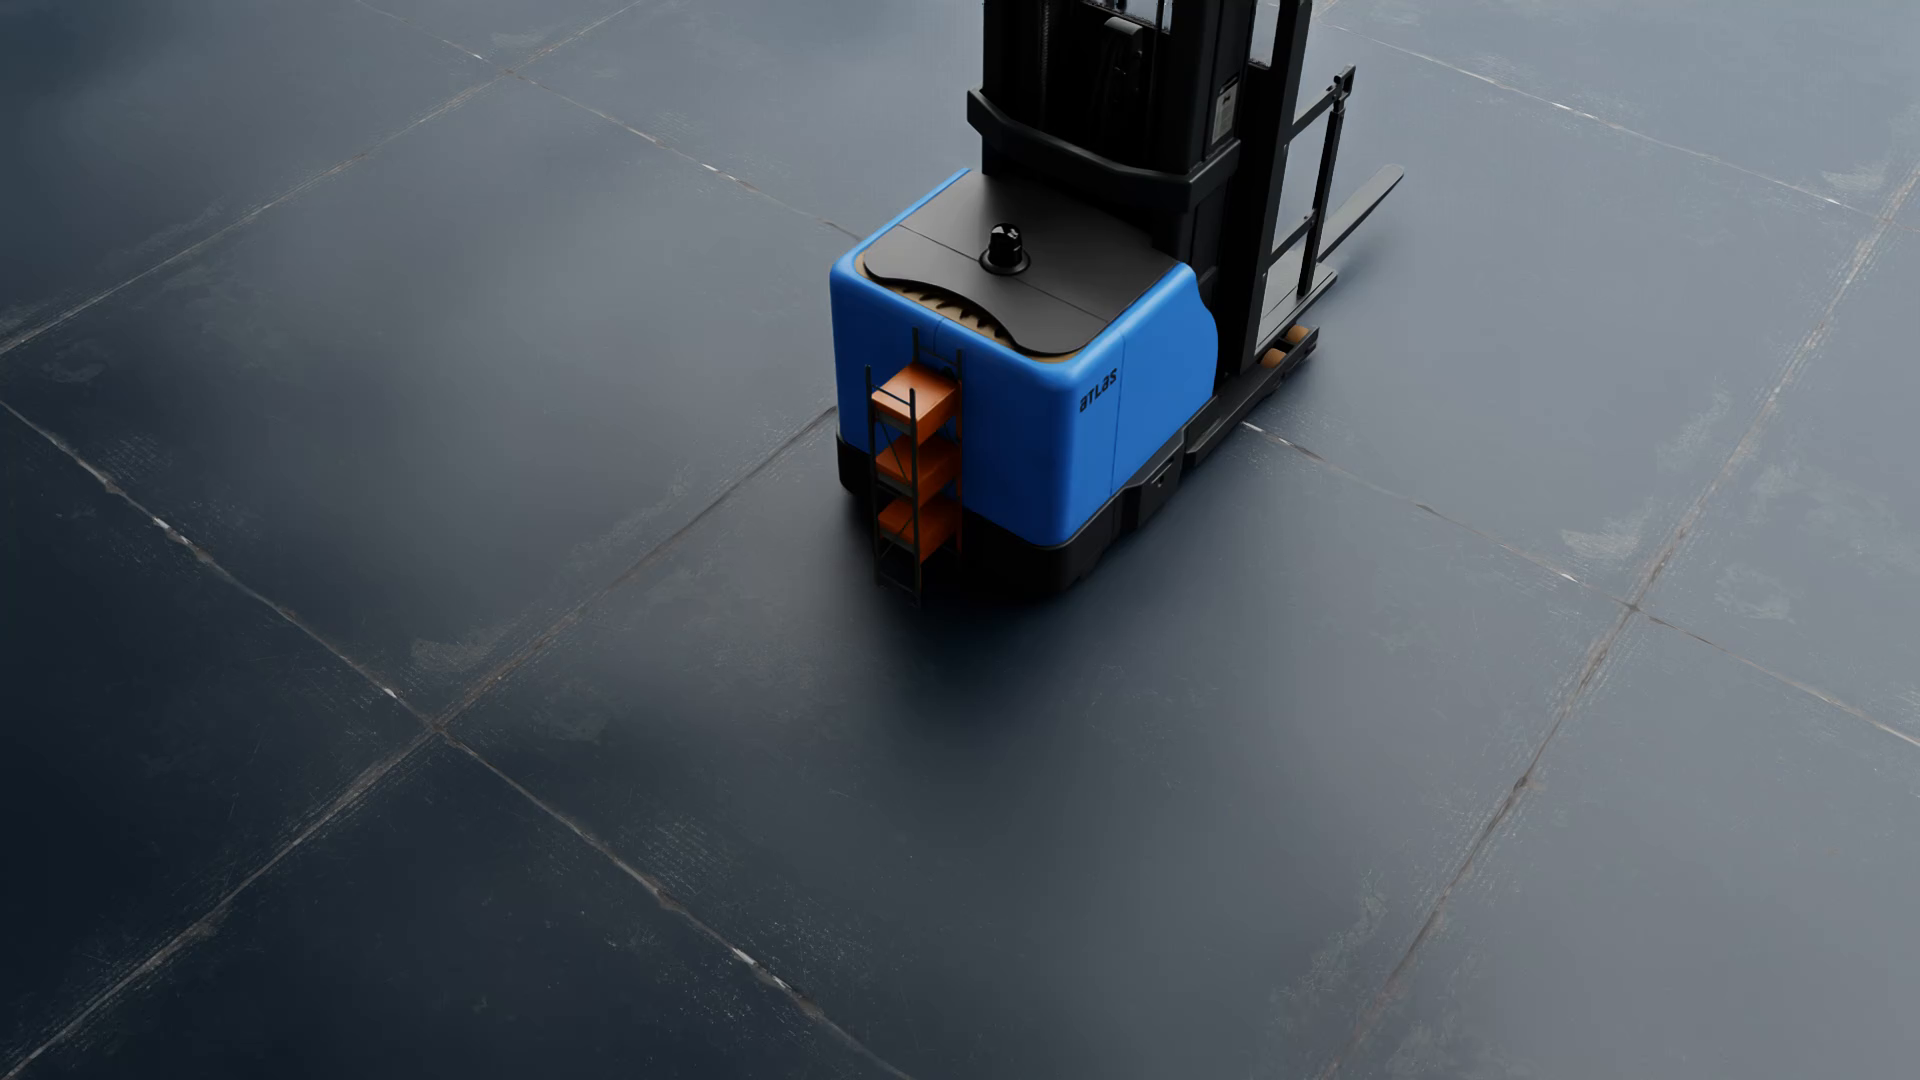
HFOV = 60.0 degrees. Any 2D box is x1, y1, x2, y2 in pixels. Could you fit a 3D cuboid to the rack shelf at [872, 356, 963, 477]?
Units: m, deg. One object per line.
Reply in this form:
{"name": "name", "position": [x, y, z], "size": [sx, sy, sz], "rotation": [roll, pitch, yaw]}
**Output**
{"name": "rack shelf", "position": [-0.148, -0.413, 5.540], "size": [0.215, 0.259, 0.240], "rotation": [29, 53, 25]}

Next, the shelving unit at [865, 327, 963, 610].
{"name": "shelving unit", "position": [-0.148, -0.224, 5.738], "size": [0.215, 1.050, 0.252], "rotation": [29, 53, 25]}

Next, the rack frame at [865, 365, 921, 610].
{"name": "rack frame", "position": [-0.223, -0.154, 5.671], "size": [0.200, 1.050, 0.008], "rotation": [29, 53, 25]}

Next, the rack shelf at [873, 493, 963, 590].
{"name": "rack shelf", "position": [-0.148, -0.025, 5.947], "size": [0.215, 0.259, 0.240], "rotation": [29, 53, 25]}

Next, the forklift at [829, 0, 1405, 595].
{"name": "forklift", "position": [0.834, -1.831, 5.972], "size": [1.130, 2.935, 3.031], "rotation": [29, 53, 25]}

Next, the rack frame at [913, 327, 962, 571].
{"name": "rack frame", "position": [-0.074, -0.294, 5.805], "size": [0.200, 1.050, 0.008], "rotation": [29, 53, 25]}

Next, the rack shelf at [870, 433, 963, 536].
{"name": "rack shelf", "position": [-0.148, -0.217, 5.746], "size": [0.215, 0.259, 0.240], "rotation": [29, 53, 25]}
